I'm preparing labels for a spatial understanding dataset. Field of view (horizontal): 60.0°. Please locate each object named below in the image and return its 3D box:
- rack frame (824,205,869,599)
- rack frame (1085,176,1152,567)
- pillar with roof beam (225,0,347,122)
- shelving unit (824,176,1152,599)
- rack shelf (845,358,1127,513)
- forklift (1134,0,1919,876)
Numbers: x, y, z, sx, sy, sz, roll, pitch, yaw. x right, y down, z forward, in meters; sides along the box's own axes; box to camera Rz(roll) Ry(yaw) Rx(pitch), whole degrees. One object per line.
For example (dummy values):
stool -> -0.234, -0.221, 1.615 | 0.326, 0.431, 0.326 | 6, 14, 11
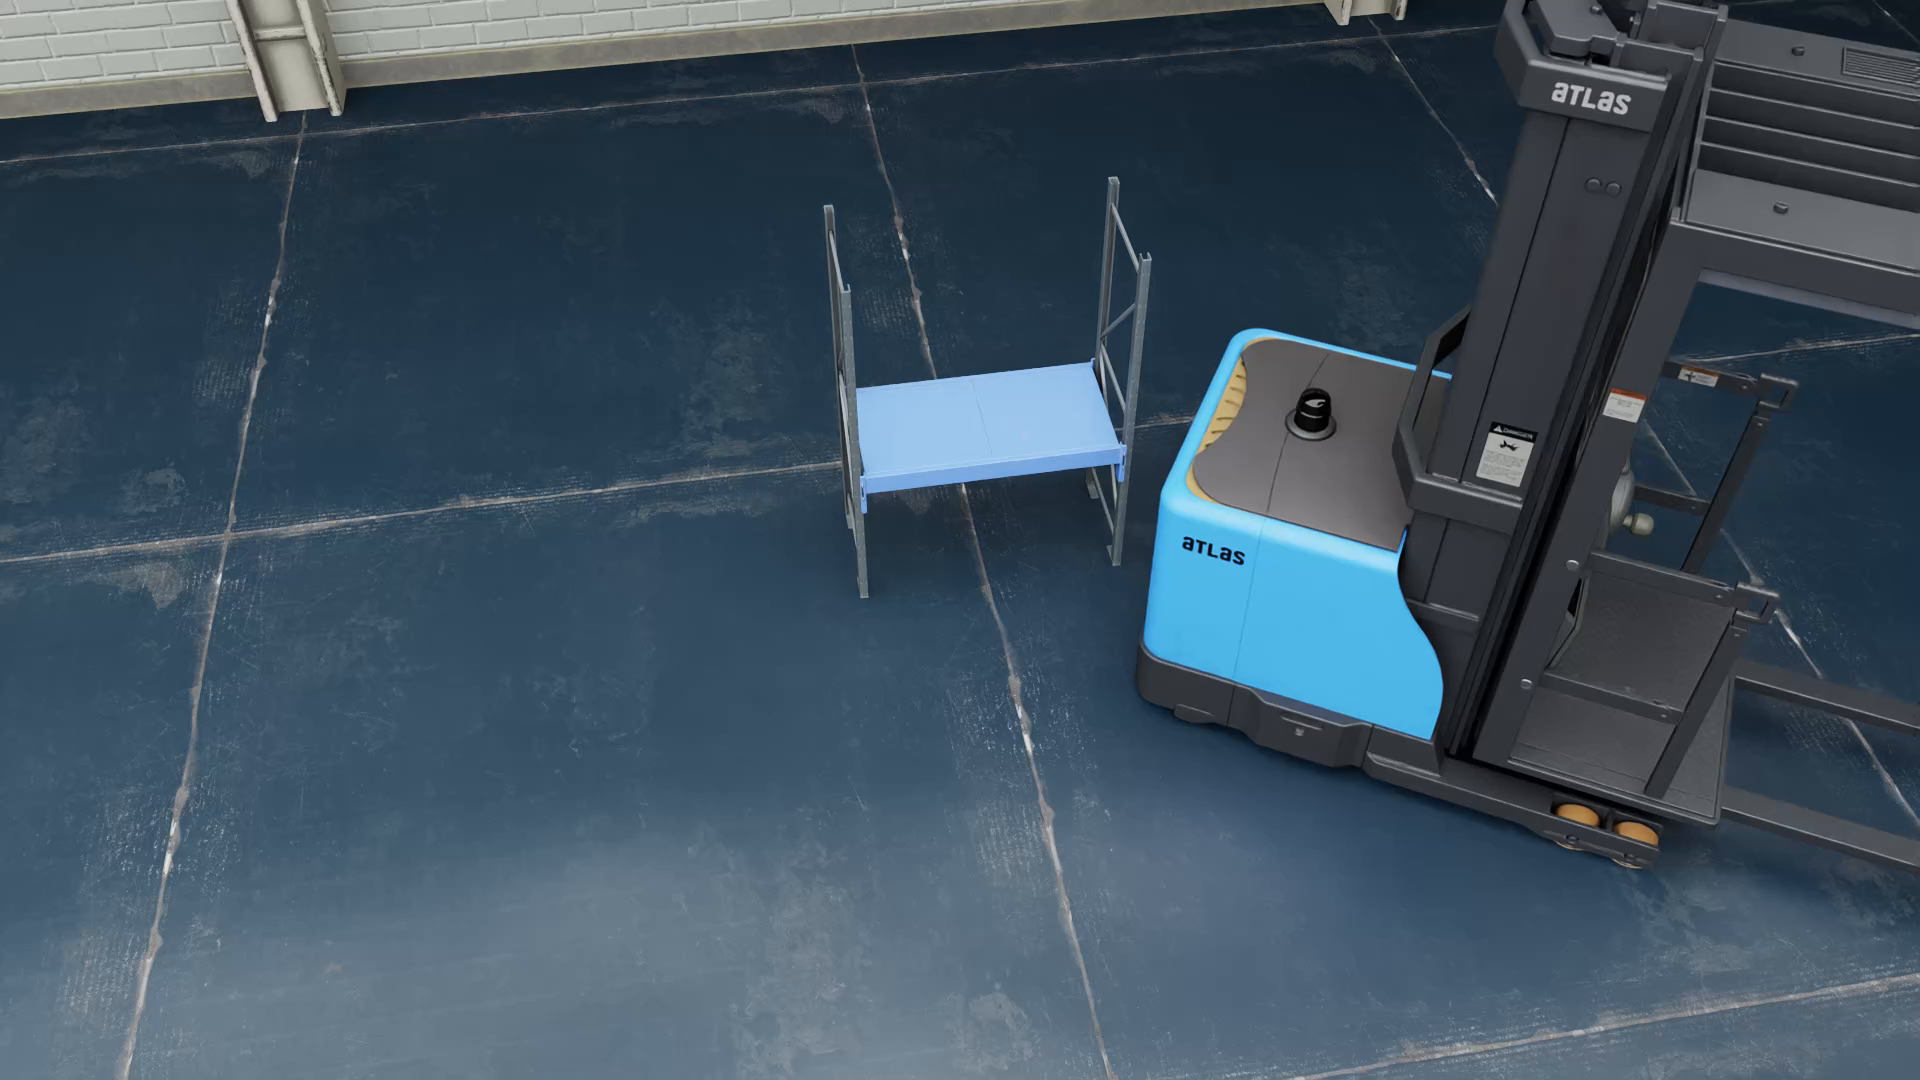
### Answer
rack frame -> -0.417, -0.468, 6.160 | 0.032, 1.500, 0.500 | -7, 46, -7
rack frame -> 0.585, -0.593, 6.280 | 0.032, 1.500, 0.500 | -7, 46, -7
pillar with roof beam -> -2.815, -2.442, 2.854 | 0.400, 9.000, 9.100 | -7, 46, -7
shelving unit -> 0.084, -0.531, 6.220 | 1.048, 1.500, 0.538 | -7, 46, -7
rack shelf -> 0.084, -0.406, 6.350 | 1.000, 0.185, 0.538 | -7, 46, -7
forklift -> 2.212, -0.337, 5.039 | 3.031, 2.935, 1.130 | 16, 48, 15
